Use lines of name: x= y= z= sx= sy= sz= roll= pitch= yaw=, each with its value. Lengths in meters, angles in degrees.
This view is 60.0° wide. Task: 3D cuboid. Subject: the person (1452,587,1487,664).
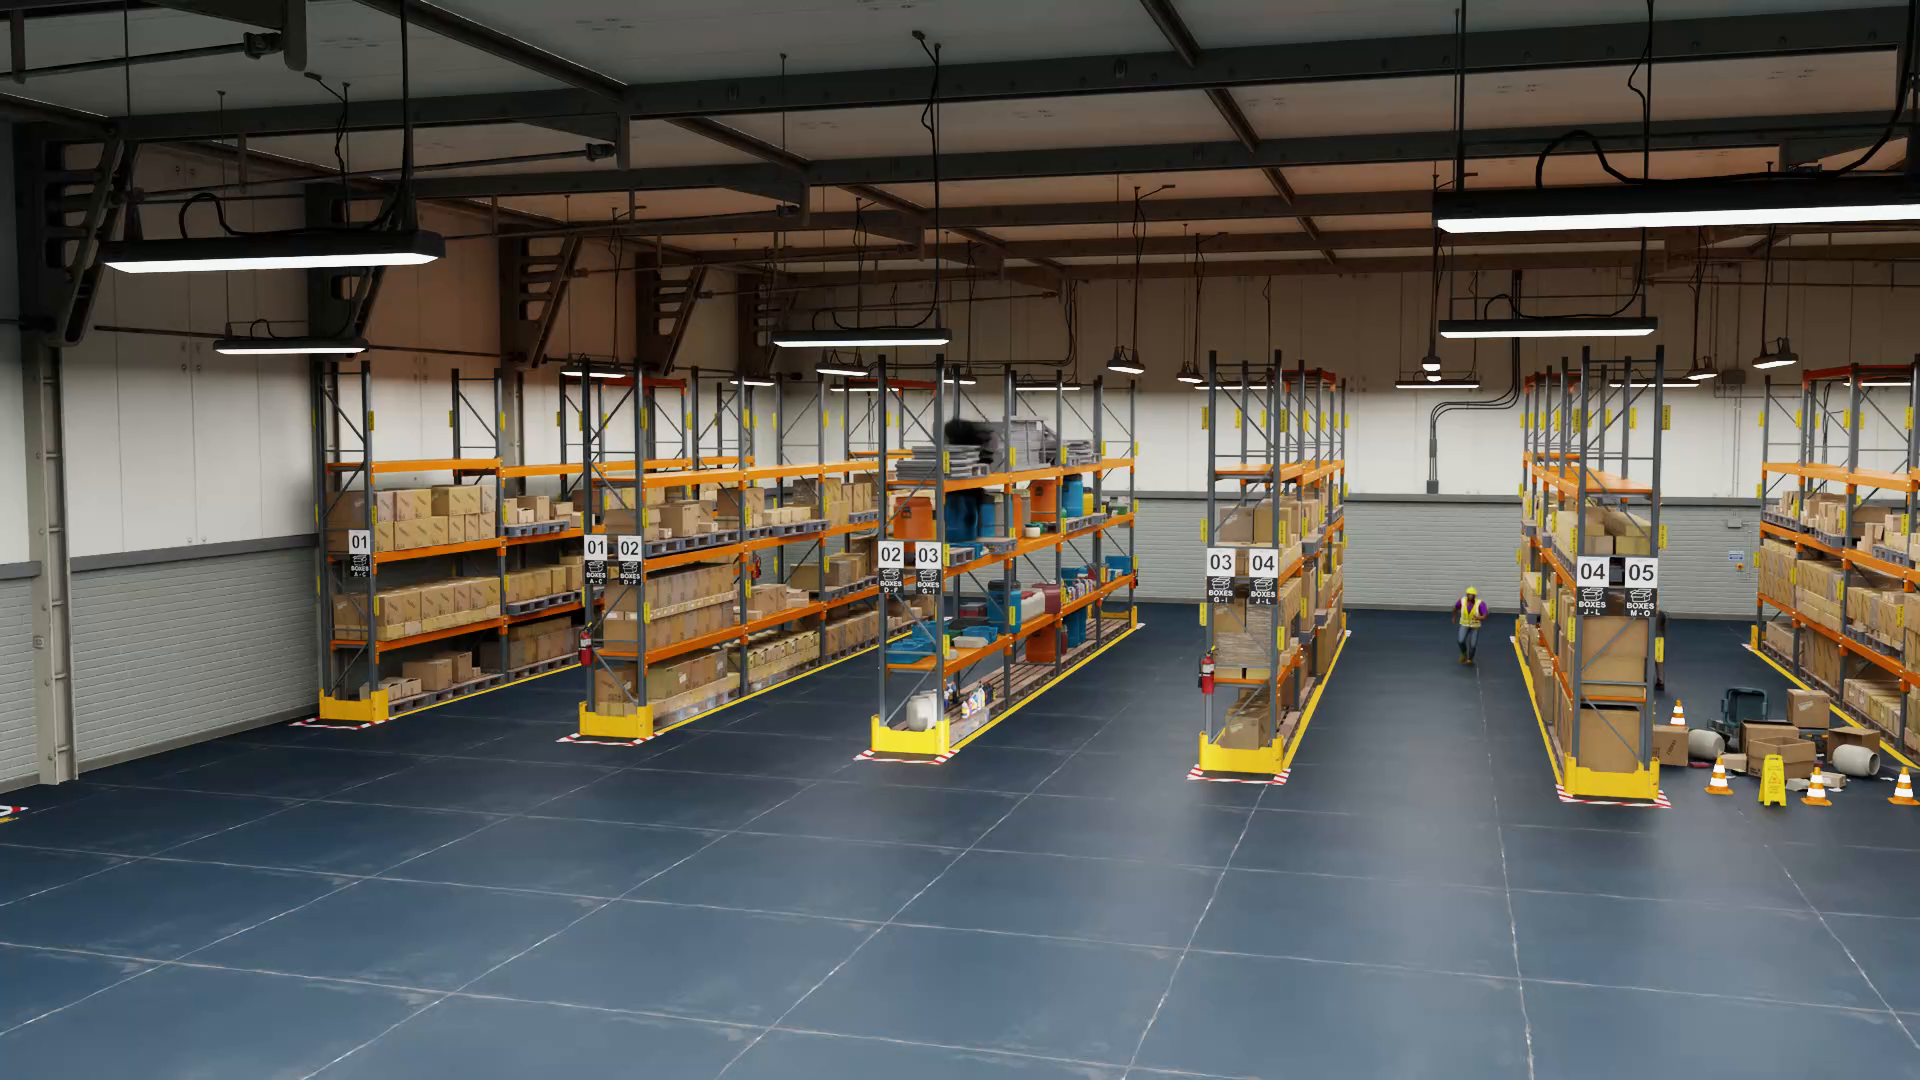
person: x=10.395 y=1.752 z=33.966 sx=0.734 sy=1.626 sz=0.911 roll=2 pitch=4 yaw=22

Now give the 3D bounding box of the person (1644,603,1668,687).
person: x=13.067 y=1.939 z=31.379 sx=0.644 sy=1.661 sz=0.959 roll=0 pitch=4 yaw=6
